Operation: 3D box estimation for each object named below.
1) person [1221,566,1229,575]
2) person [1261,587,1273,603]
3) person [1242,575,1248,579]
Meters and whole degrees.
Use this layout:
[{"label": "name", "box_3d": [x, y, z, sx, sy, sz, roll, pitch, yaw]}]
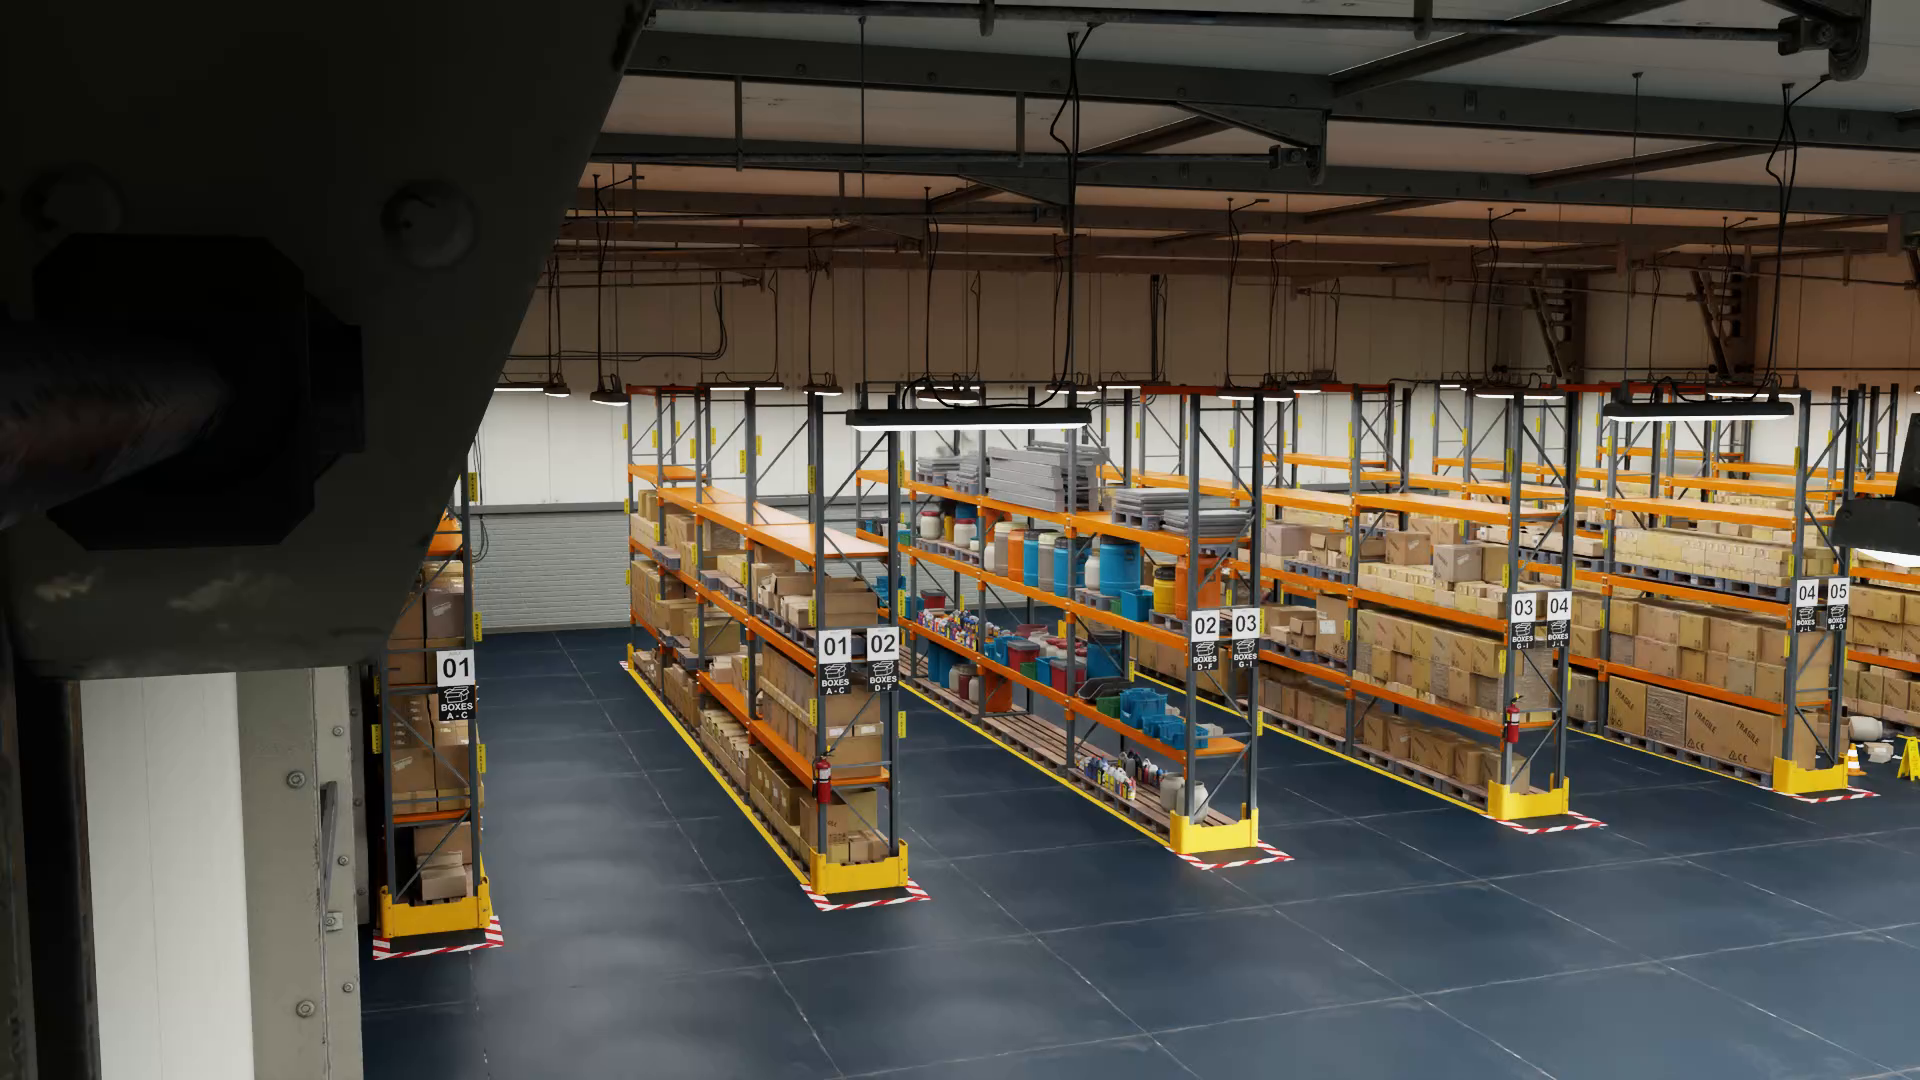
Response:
[{"label": "person", "box_3d": [6.240, 1.283, 40.449, 0.927, 1.717, 0.705, -5, 8, -38]}, {"label": "person", "box_3d": [7.569, 1.231, 41.506, 0.807, 1.598, 0.866, 0, 6, 0]}, {"label": "person", "box_3d": [6.489, 1.605, 37.919, 0.549, 1.631, 0.558, -2, 6, -20]}]
